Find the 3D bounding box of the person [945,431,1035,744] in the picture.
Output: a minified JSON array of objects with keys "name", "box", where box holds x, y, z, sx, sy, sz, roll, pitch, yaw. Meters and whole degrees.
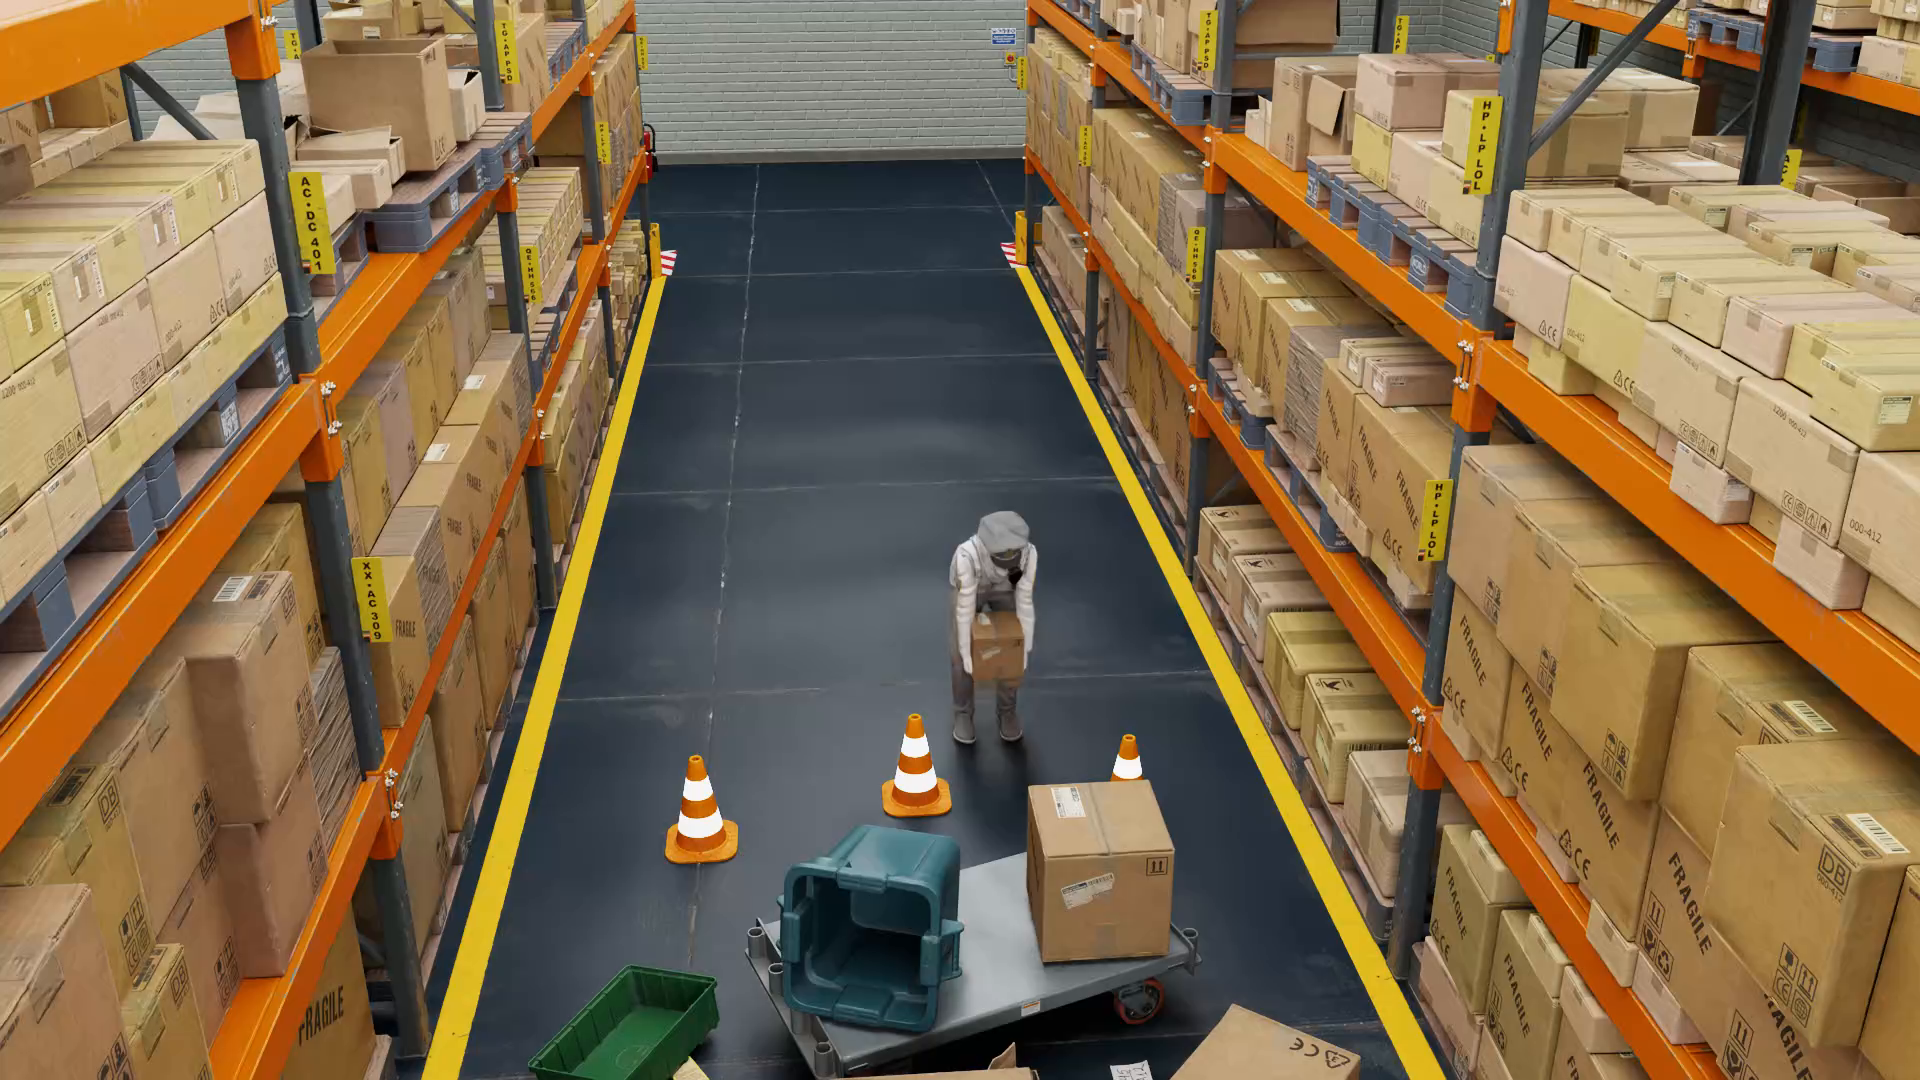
[{"name":"person","box":[0.151,0.267,8.472,0.453,1.691,0.534,-2,24,-5]}]
